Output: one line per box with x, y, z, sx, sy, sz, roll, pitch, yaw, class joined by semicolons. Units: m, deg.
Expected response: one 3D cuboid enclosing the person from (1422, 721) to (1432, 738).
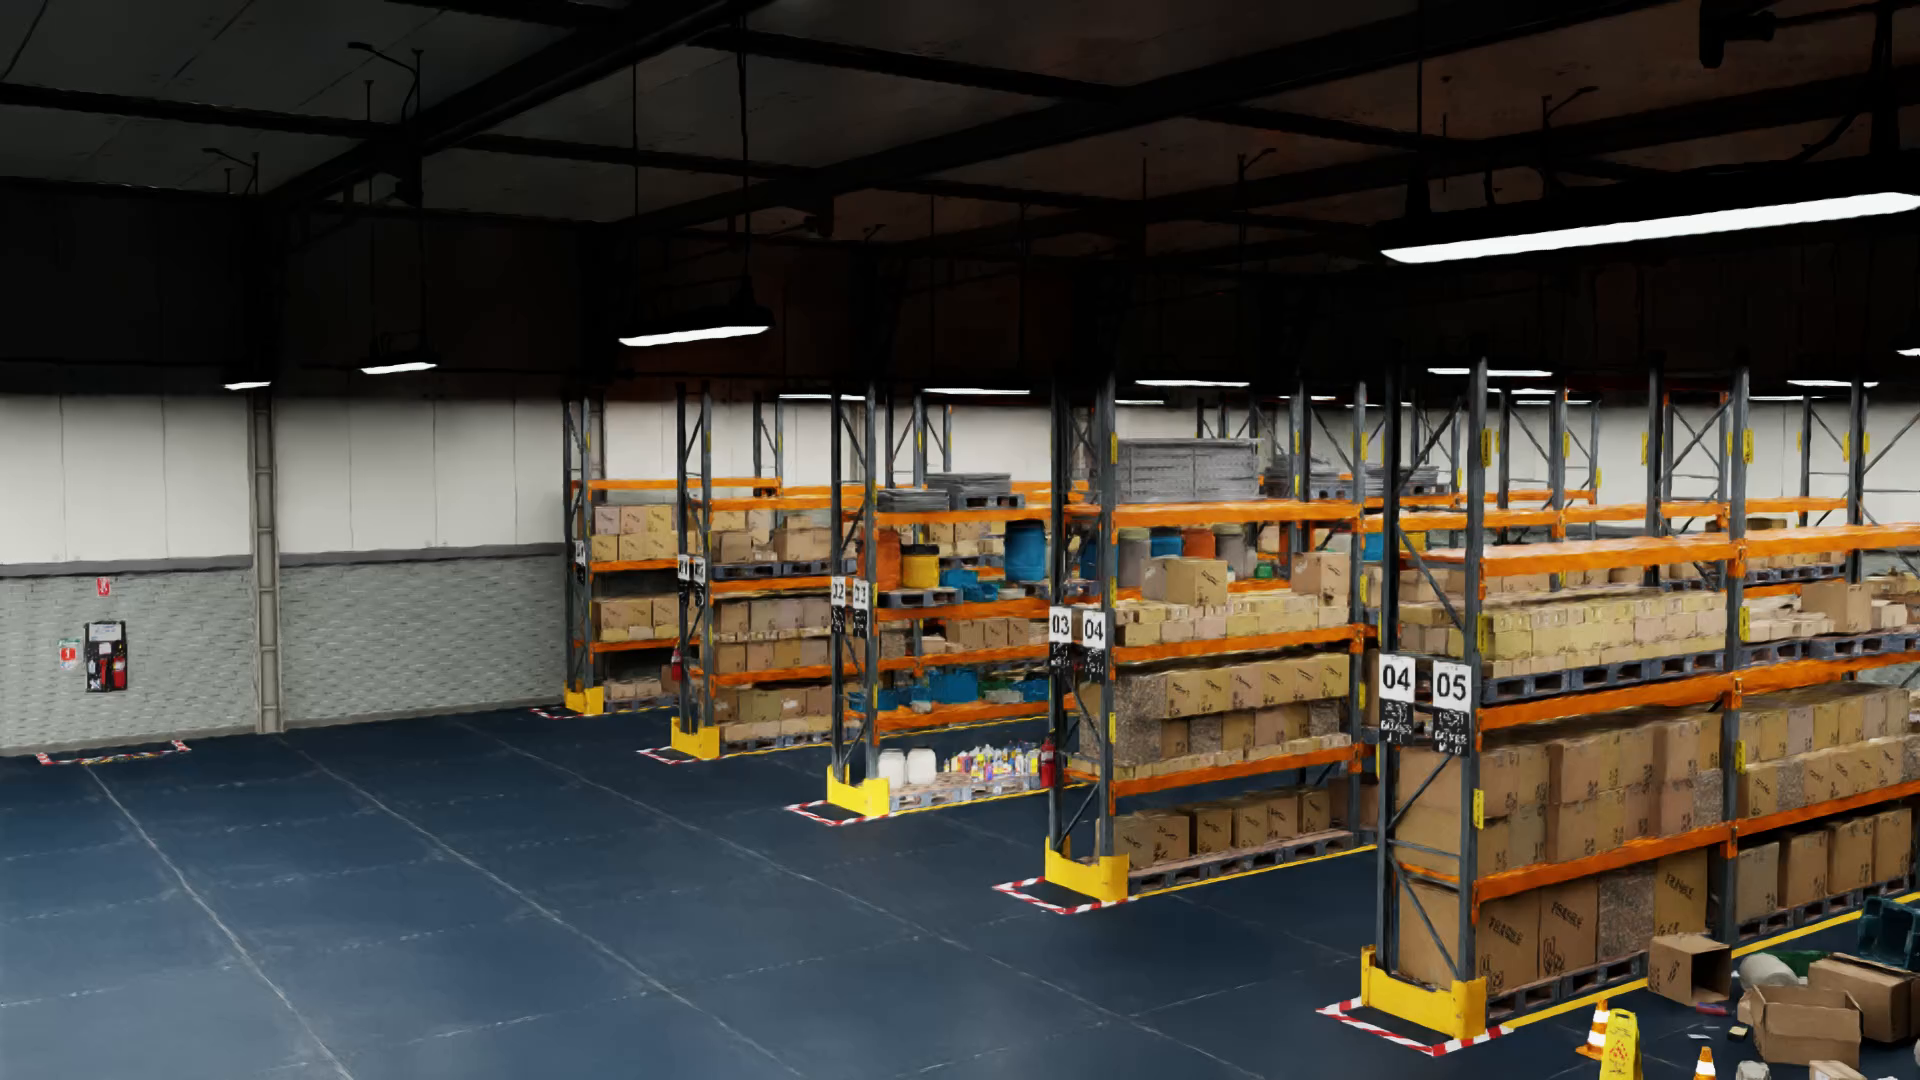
5.725;3.017;20.032;1.030;1.711;0.557;-3;5;-36;person

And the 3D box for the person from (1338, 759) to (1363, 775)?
5.413;2.894;23.322;1.036;1.517;0.417;-2;4;-32;person
